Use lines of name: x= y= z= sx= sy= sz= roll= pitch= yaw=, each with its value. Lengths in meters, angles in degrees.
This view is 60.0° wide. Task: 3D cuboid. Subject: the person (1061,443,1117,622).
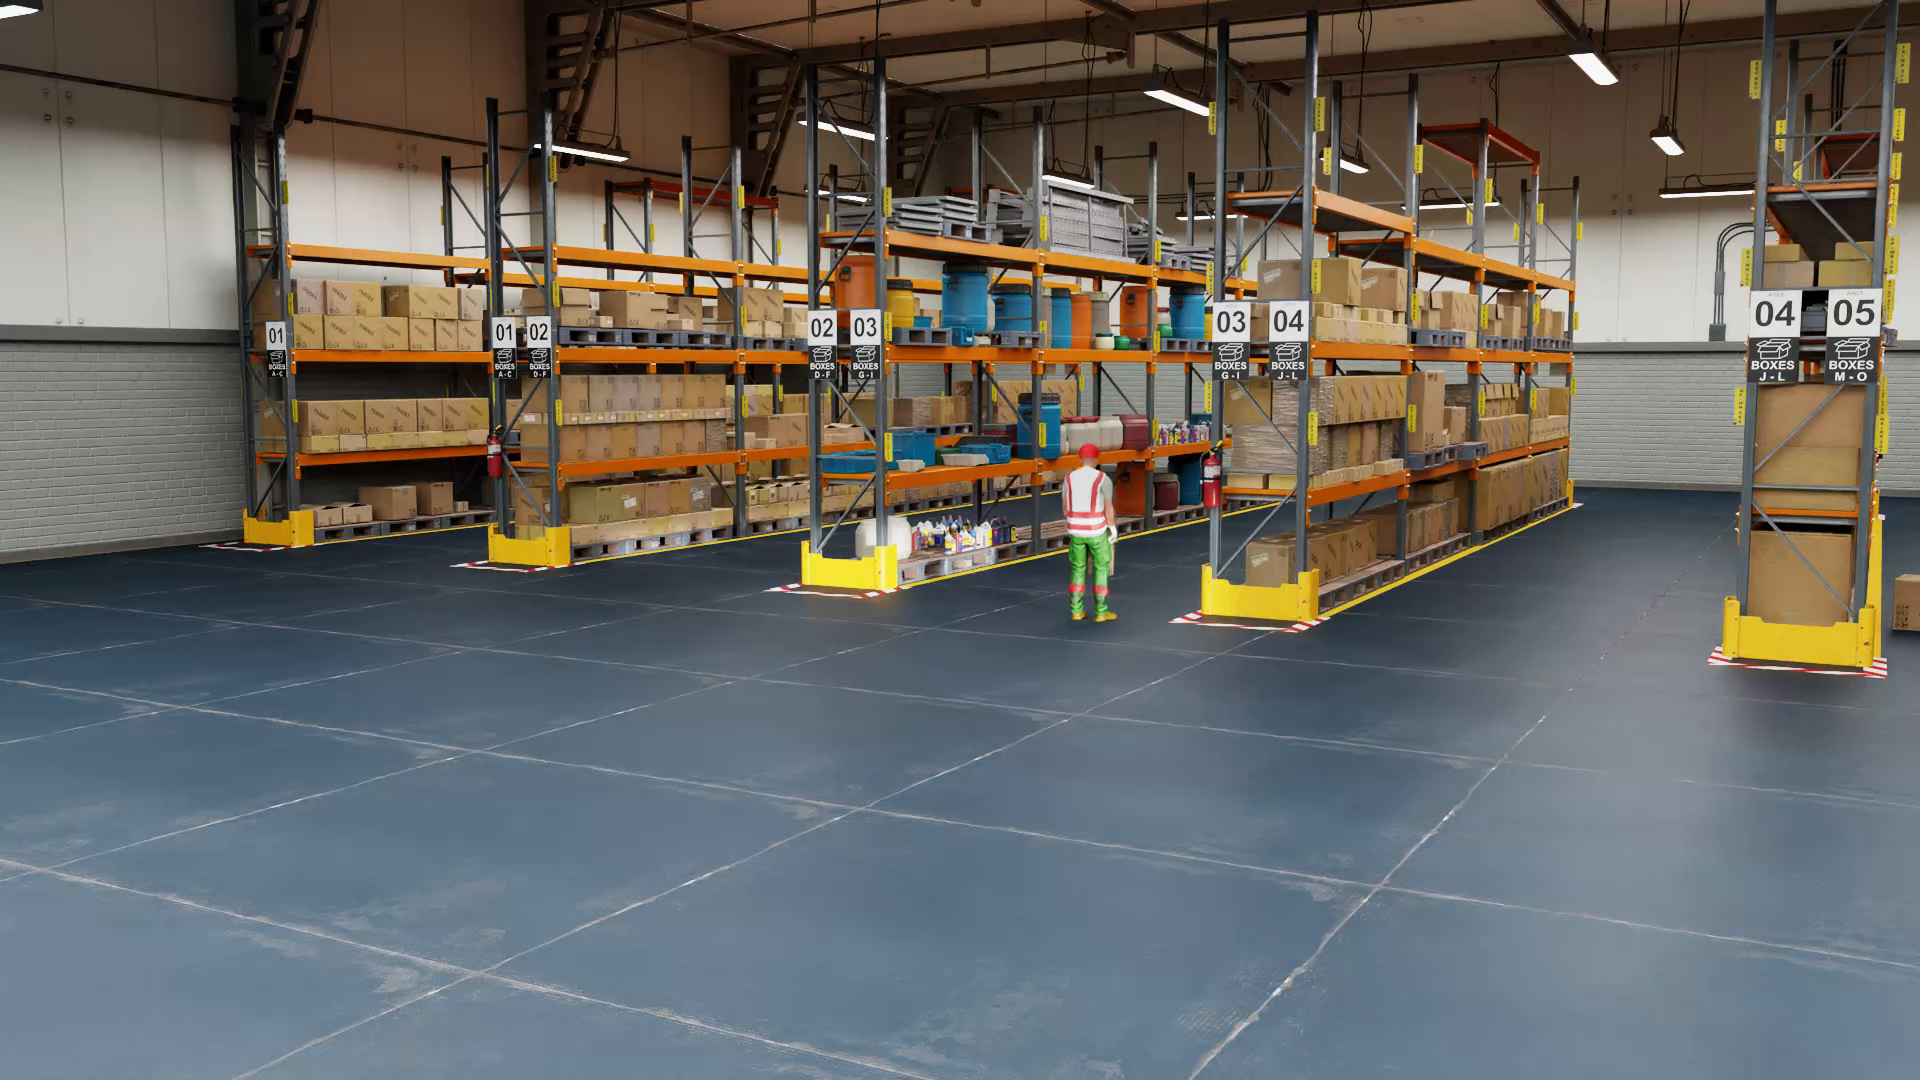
person: x=1.294 y=-0.082 z=16.768 sx=0.550 sy=1.786 sz=0.411 roll=3 pitch=7 yaw=27
